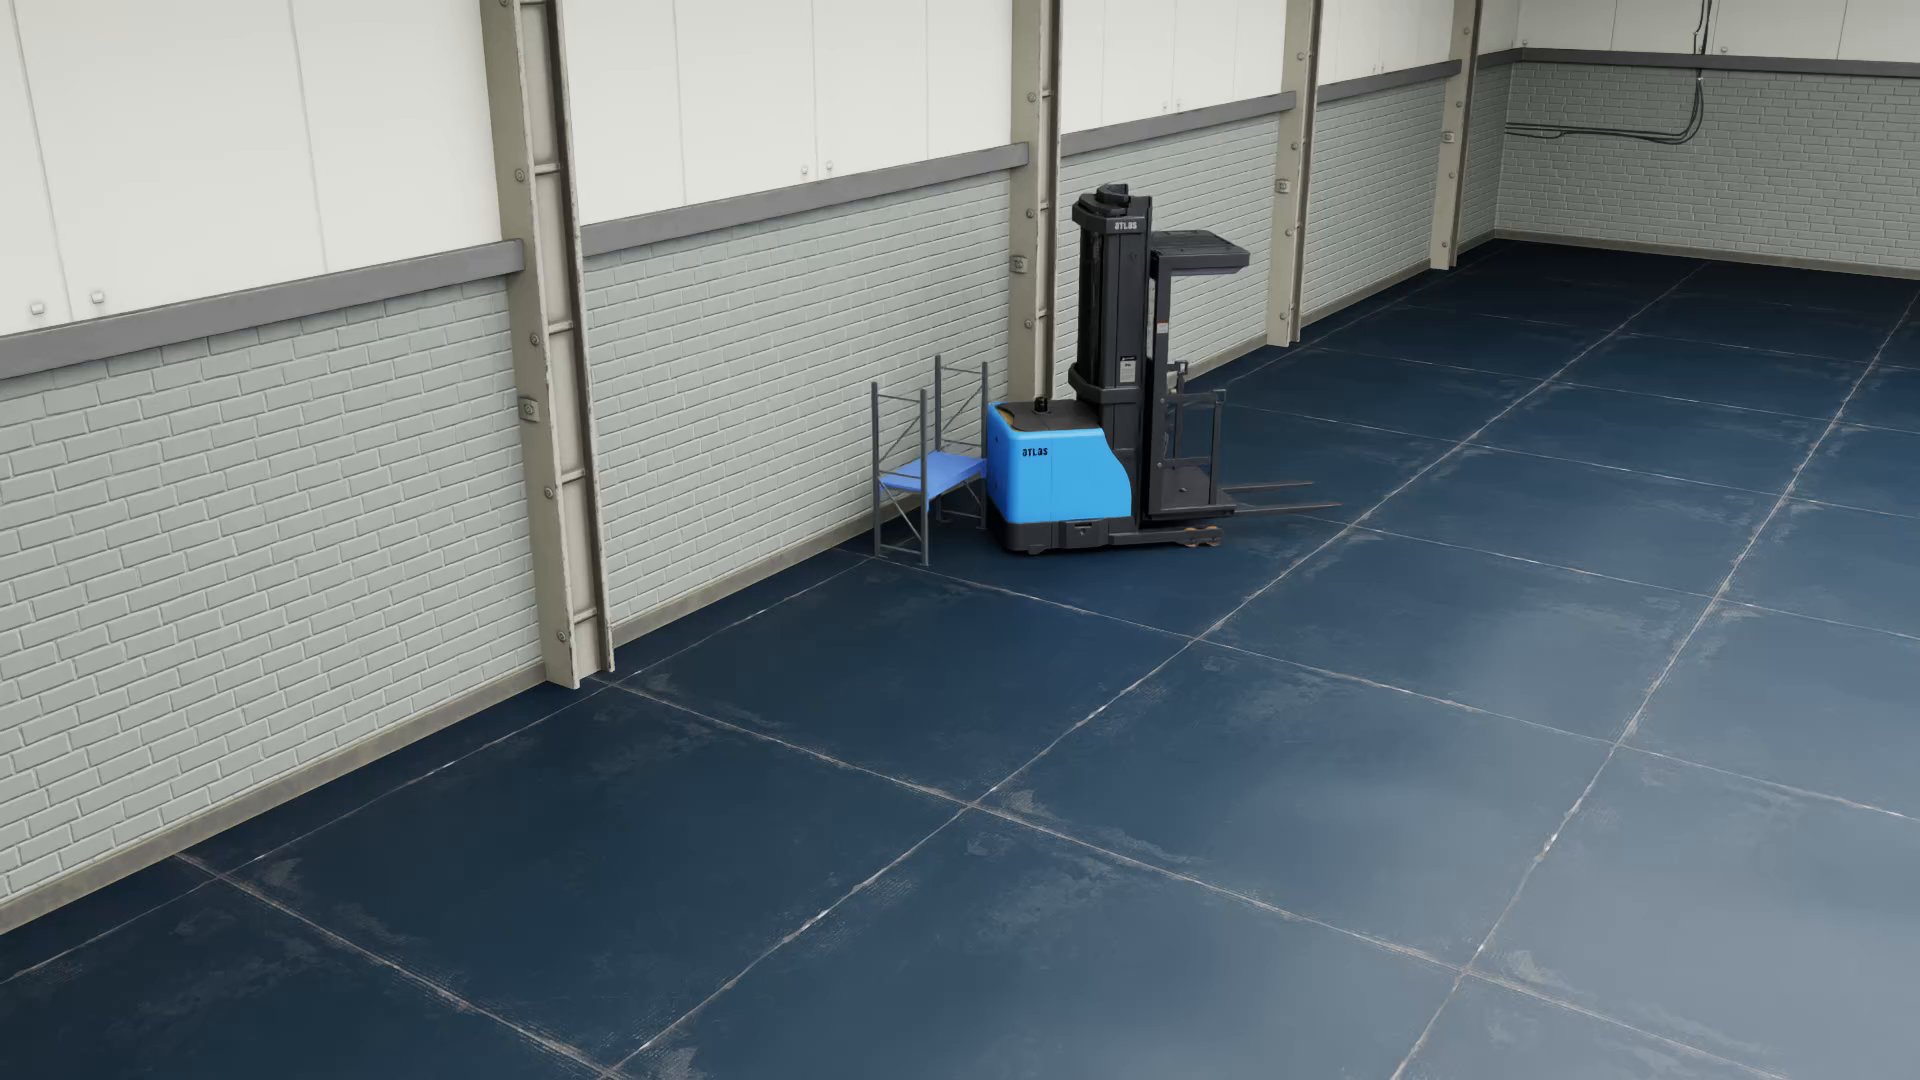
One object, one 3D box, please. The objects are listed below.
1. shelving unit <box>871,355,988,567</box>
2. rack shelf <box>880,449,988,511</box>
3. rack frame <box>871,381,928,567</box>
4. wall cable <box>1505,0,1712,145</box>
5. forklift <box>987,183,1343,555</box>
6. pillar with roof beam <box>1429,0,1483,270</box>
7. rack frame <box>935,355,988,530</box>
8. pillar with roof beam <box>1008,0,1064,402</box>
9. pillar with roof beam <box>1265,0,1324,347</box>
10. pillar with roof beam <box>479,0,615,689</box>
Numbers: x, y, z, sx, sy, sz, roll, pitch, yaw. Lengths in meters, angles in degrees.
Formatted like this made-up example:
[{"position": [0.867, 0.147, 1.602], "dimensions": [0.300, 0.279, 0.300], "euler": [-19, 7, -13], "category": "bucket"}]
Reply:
[{"position": [-0.239, -0.681, 13.945], "dimensions": [0.538, 1.500, 1.048], "euler": [11, 23, 27], "category": "shelving unit"}, {"position": [-0.239, -0.513, 14.008], "dimensions": [0.538, 0.185, 1.000], "euler": [11, 23, 27], "category": "rack shelf"}, {"position": [-0.489, -0.528, 13.530], "dimensions": [0.500, 1.500, 0.032], "euler": [11, 23, 27], "category": "rack frame"}, {"position": [10.190, -7.571, 26.237], "dimensions": [3.097, 2.526, 0.112], "euler": [13, 24, 32], "category": "wall cable"}, {"position": [1.778, -1.488, 14.062], "dimensions": [3.031, 2.935, 1.130], "euler": [-4, 21, -10], "category": "forklift"}, {"position": [11.001, -7.600, 21.841], "dimensions": [9.100, 9.000, 0.400], "euler": [13, 24, 32], "category": "pillar with roof beam"}, {"position": [0.011, -0.835, 14.361], "dimensions": [0.500, 1.500, 0.032], "euler": [11, 23, 27], "category": "rack frame"}, {"position": [4.255, -4.157, 12.532], "dimensions": [9.100, 9.000, 0.400], "euler": [13, 24, 32], "category": "pillar with roof beam"}, {"position": [7.628, -5.879, 17.187], "dimensions": [9.100, 9.000, 0.400], "euler": [13, 24, 32], "category": "pillar with roof beam"}, {"position": [0.882, -2.436, 7.878], "dimensions": [9.100, 9.000, 0.400], "euler": [13, 24, 32], "category": "pillar with roof beam"}]
